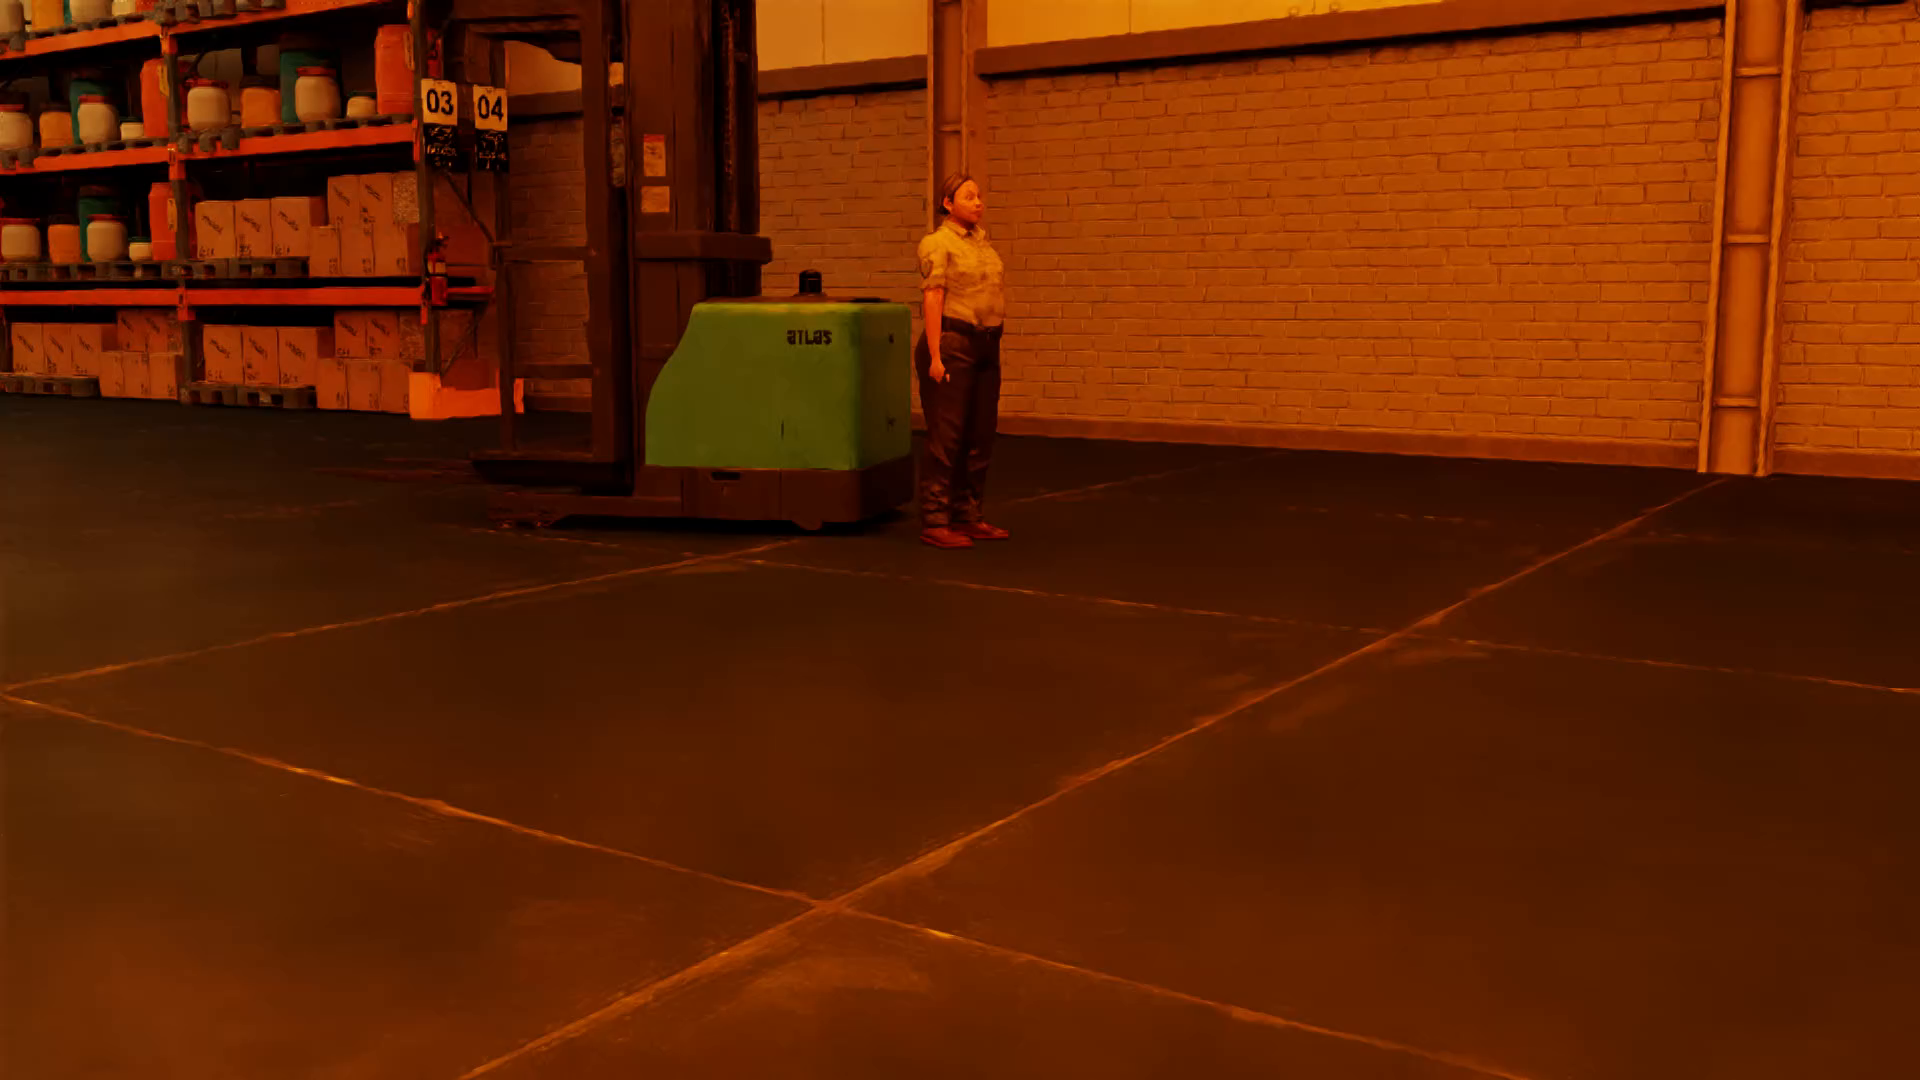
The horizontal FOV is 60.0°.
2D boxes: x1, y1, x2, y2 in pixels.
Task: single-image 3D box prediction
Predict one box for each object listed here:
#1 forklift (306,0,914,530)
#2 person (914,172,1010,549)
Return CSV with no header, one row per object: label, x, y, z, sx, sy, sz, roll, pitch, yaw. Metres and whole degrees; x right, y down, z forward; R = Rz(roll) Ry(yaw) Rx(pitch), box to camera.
forklift,-1.809,-1.582,8.320,3.031,2.935,1.130,2,8,14
person,0.008,-0.805,7.474,0.349,1.639,0.480,5,10,34
